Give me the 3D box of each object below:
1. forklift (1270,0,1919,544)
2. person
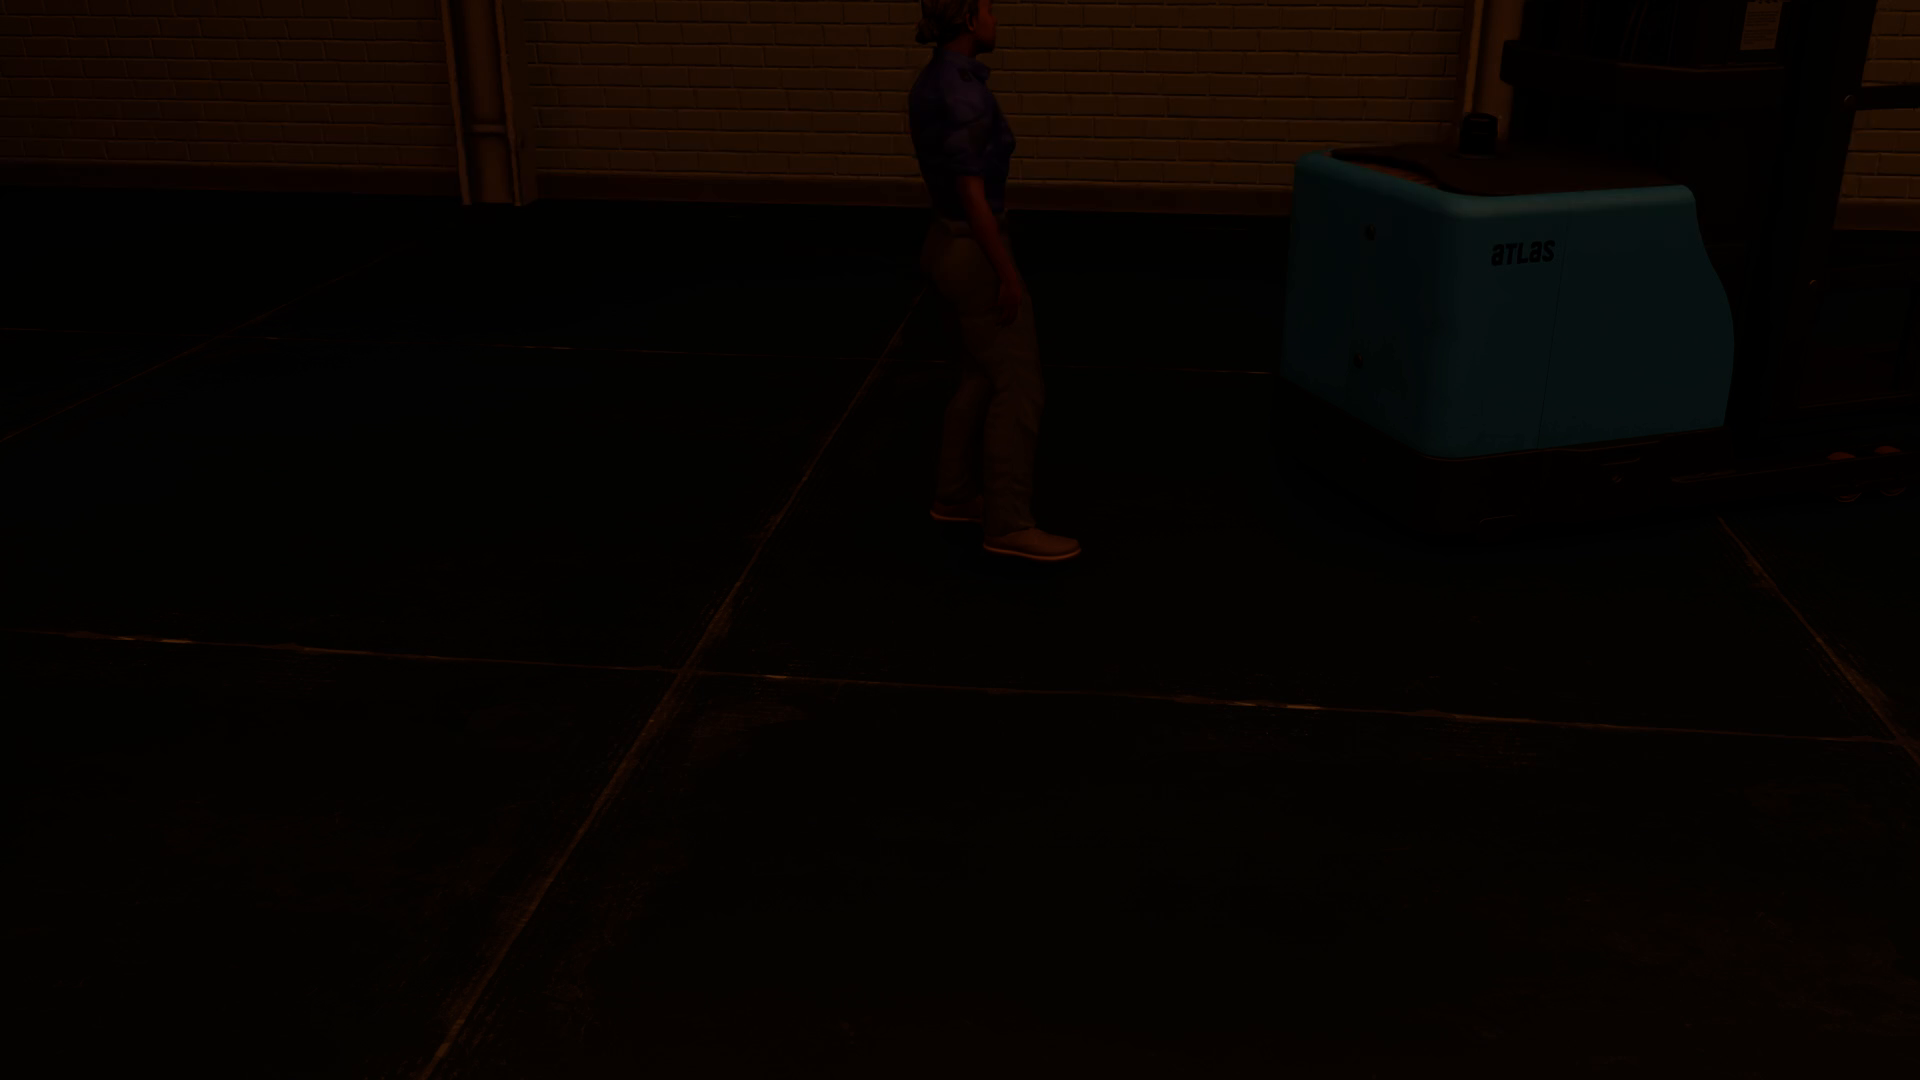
[{"bbox_3d":[2.668,-1.661,5.379,3.031,2.935,1.130,-7,23,-17],"label":"forklift"},{"bbox_3d":[0.086,-0.789,4.850,0.415,1.649,0.644,-6,23,-14],"label":"person"}]
